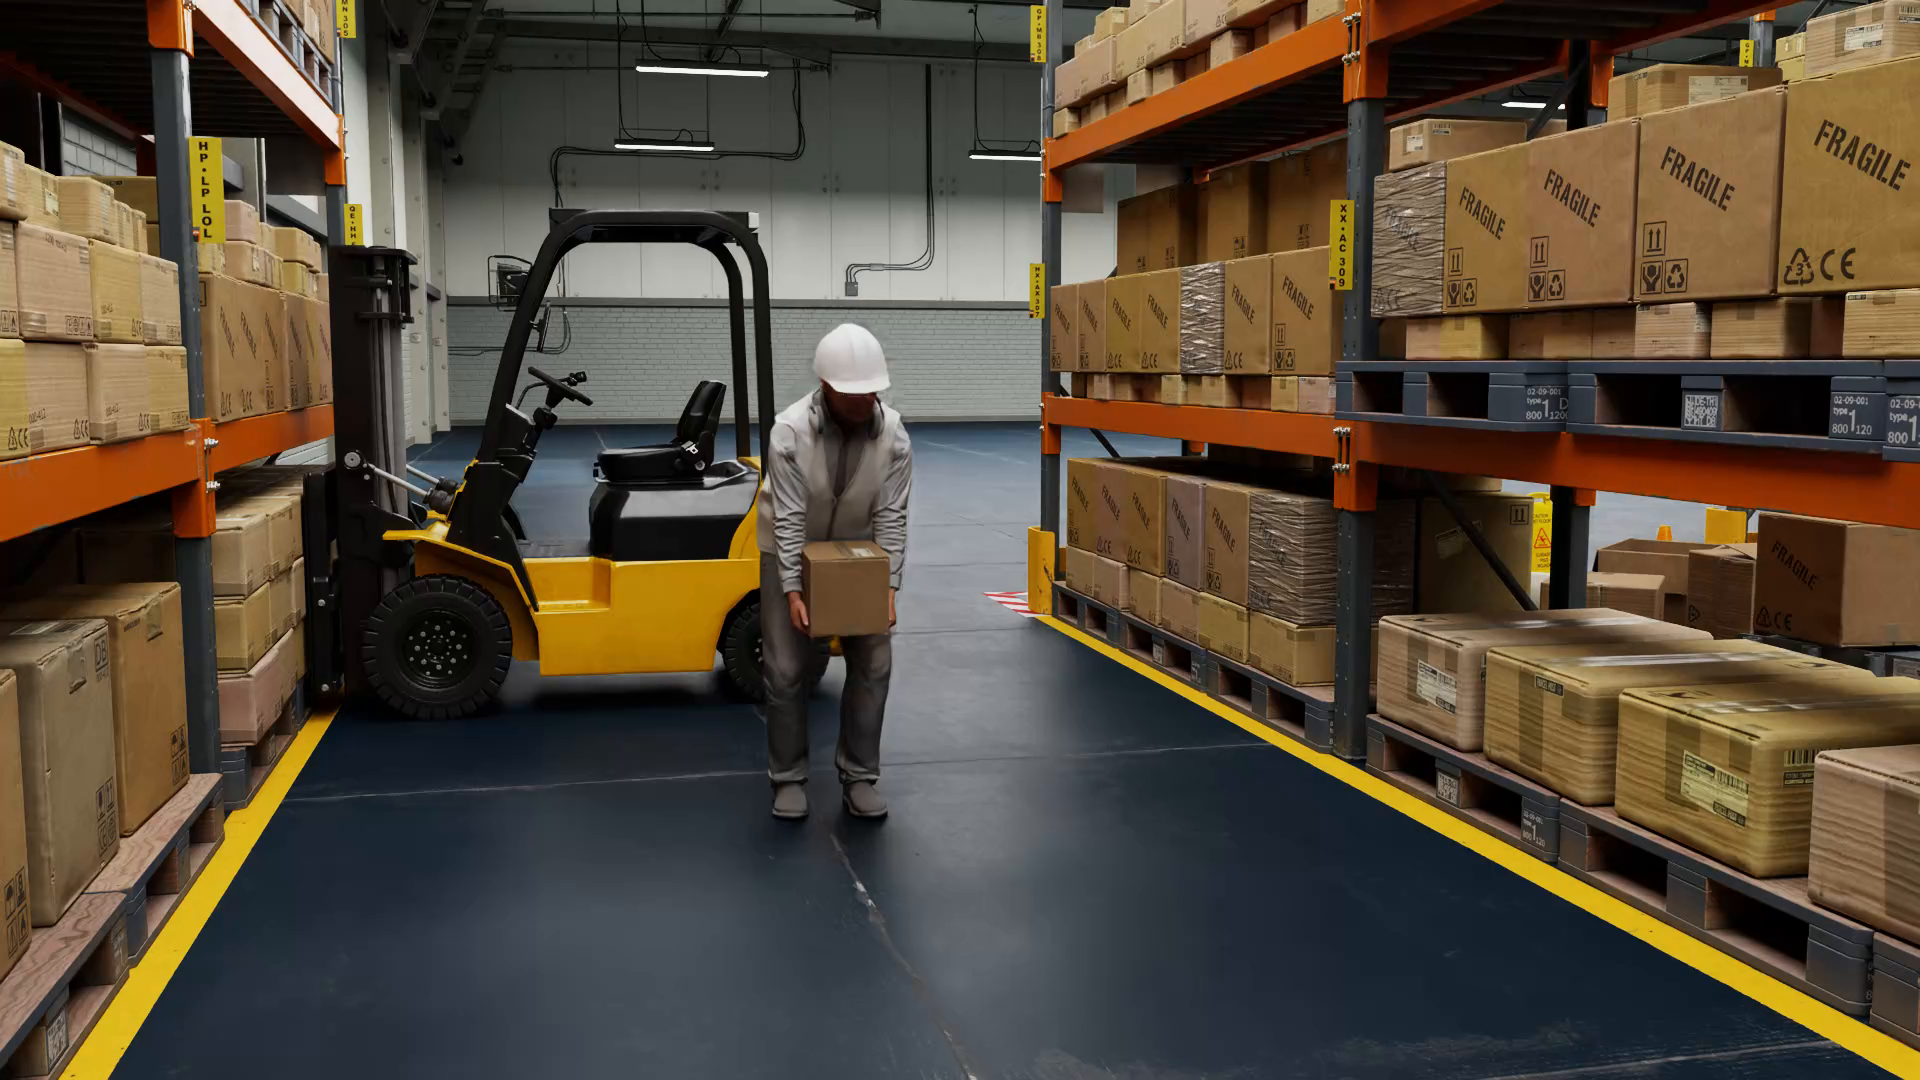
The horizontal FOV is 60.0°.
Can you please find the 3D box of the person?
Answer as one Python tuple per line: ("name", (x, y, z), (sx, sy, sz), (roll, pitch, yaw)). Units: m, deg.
("person", (-0.401, 0.117, 5.430), (0.475, 1.627, 0.758), (-2, 6, -15))
